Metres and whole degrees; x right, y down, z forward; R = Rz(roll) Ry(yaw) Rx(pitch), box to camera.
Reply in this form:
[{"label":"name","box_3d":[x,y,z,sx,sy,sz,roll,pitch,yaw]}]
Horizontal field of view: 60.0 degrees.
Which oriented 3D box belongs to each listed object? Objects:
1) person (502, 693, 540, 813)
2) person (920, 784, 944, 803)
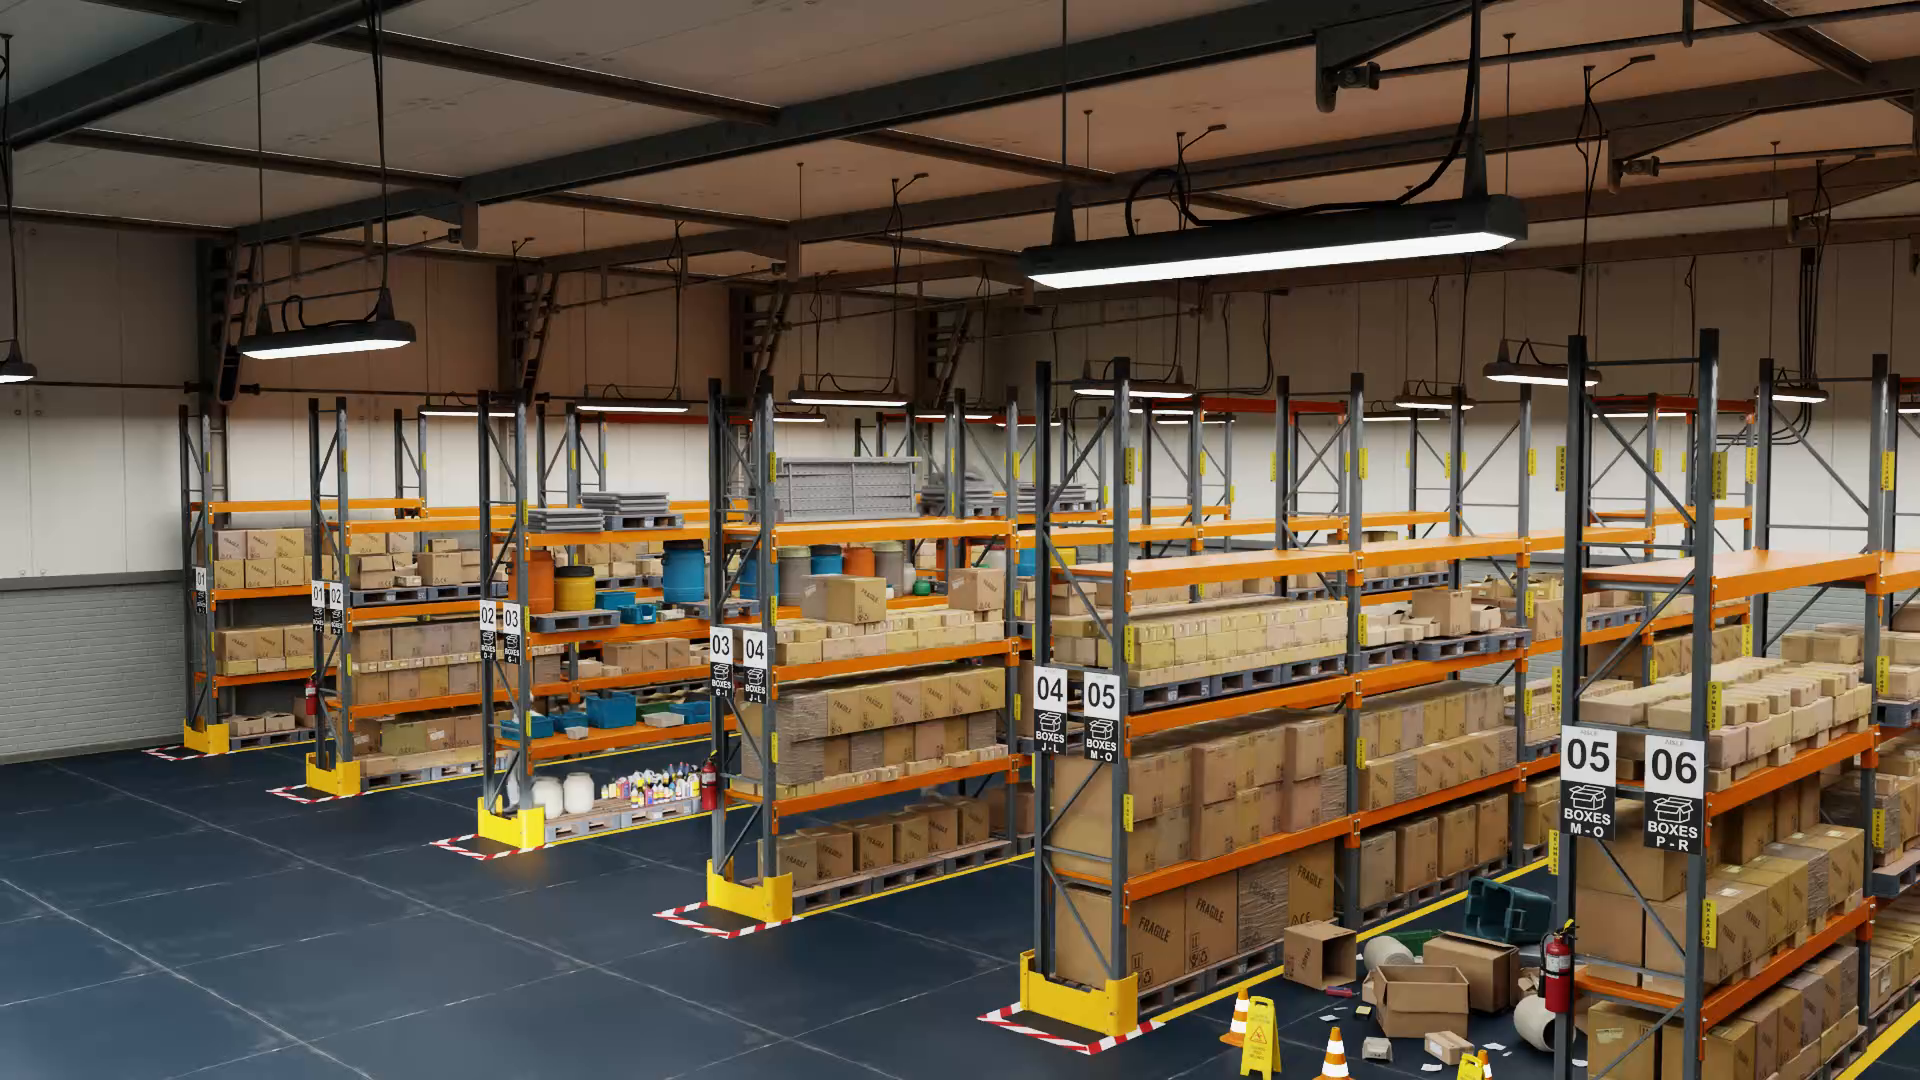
[{"label":"person","box_3d":[-6.275,3.038,23.958,0.711,1.733,0.795,3,4,40]},{"label":"person","box_3d":[-0.428,3.082,22.788,0.681,1.741,0.571,3,4,42]}]
